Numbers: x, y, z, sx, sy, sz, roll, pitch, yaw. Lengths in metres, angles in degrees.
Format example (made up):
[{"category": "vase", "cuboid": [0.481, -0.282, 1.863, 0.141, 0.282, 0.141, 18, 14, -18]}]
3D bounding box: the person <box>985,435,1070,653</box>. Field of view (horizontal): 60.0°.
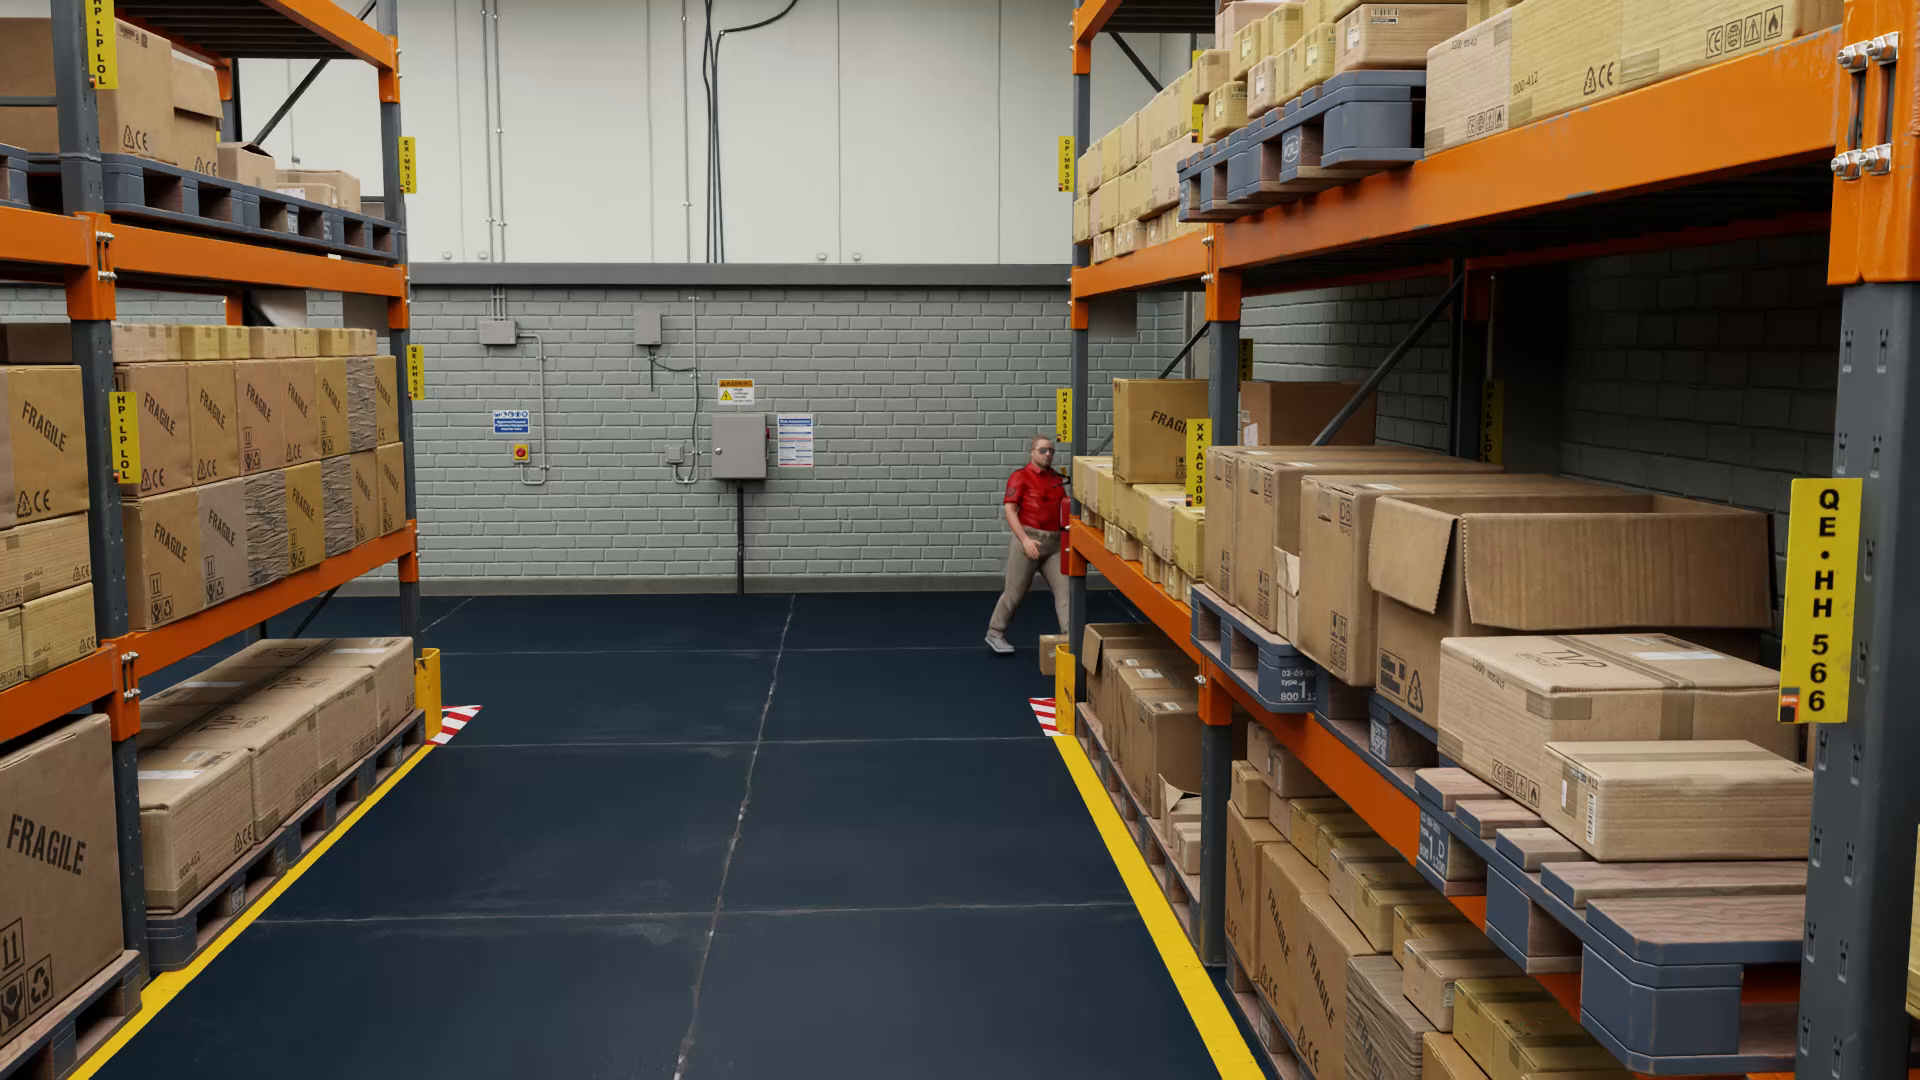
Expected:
[{"category": "person", "cuboid": [0.660, 0.056, 12.479, 0.625, 1.666, 1.046, -4, 8, -30]}]
